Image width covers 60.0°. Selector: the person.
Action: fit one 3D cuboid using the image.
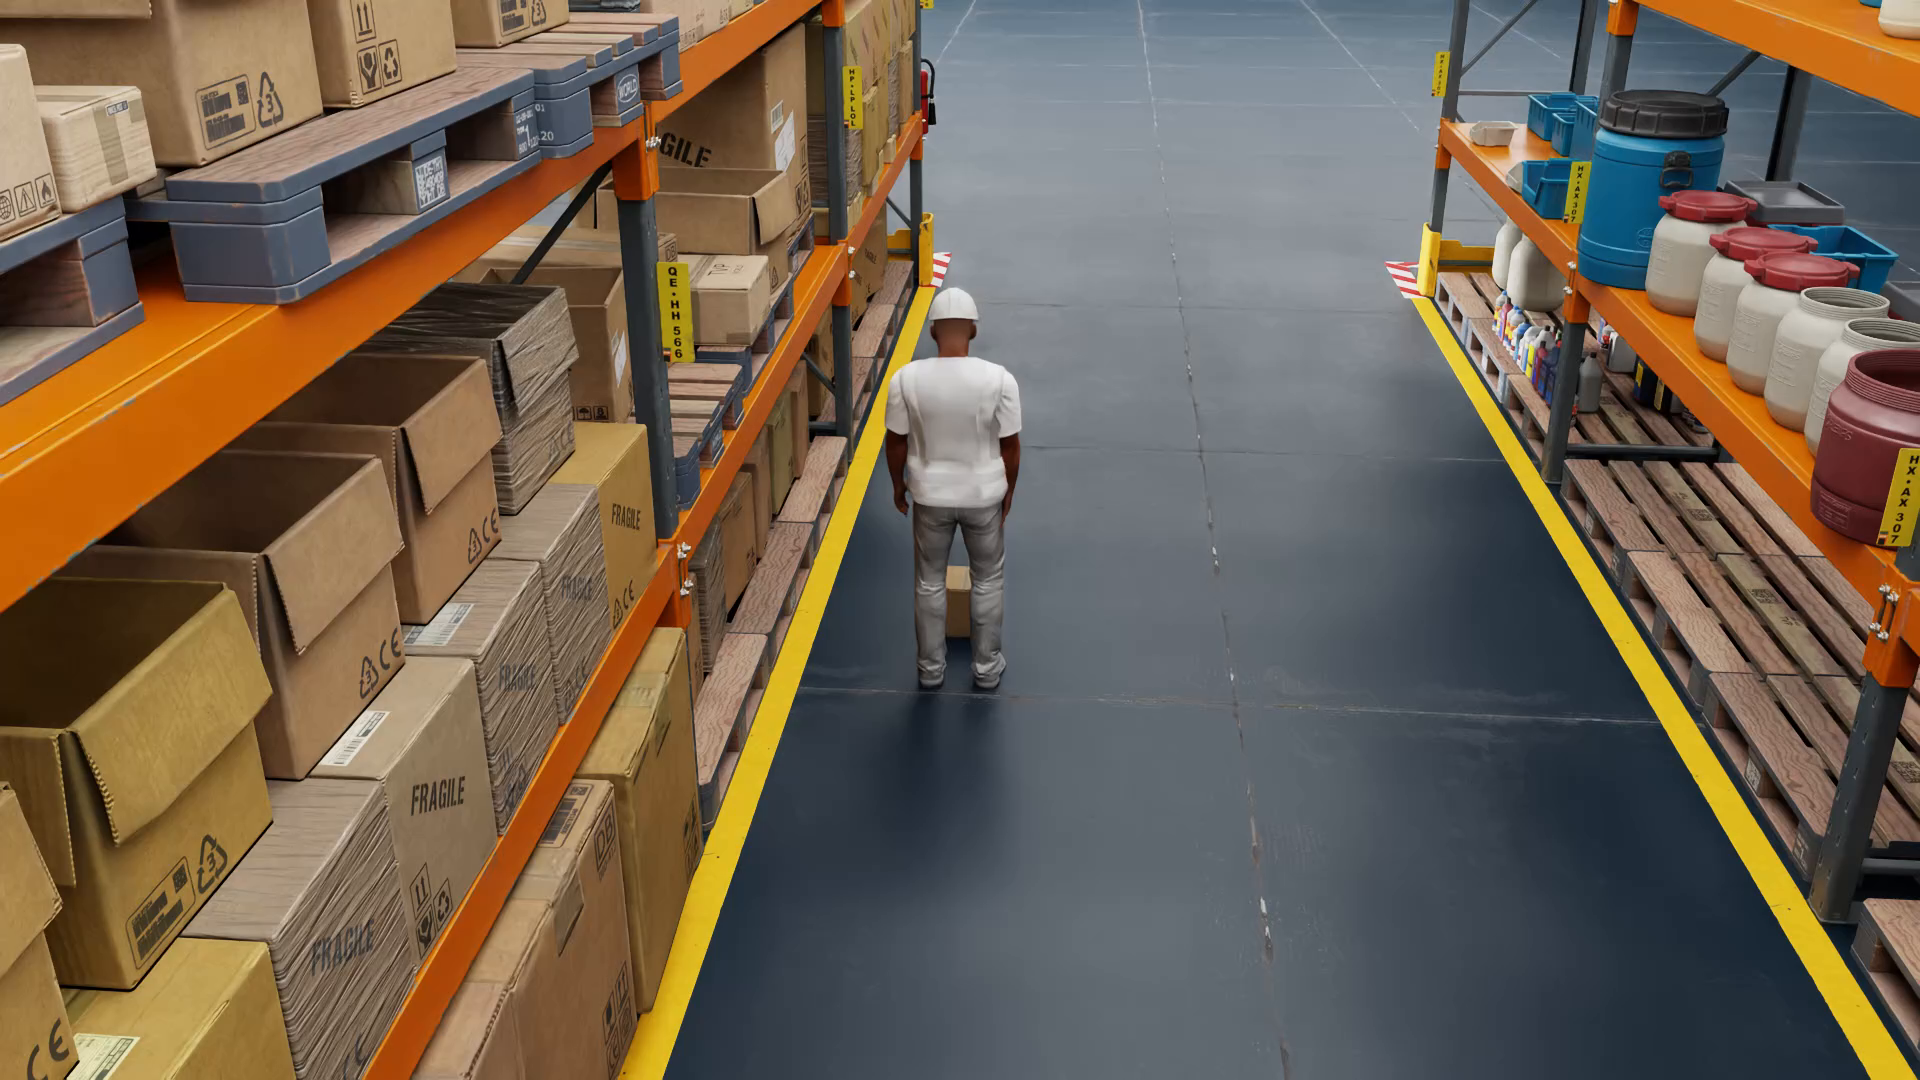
[{"bbox_3d":[-0.026,-0.200,7.034,0.571,1.758,0.379,2,24,5],"label":"person"}]
